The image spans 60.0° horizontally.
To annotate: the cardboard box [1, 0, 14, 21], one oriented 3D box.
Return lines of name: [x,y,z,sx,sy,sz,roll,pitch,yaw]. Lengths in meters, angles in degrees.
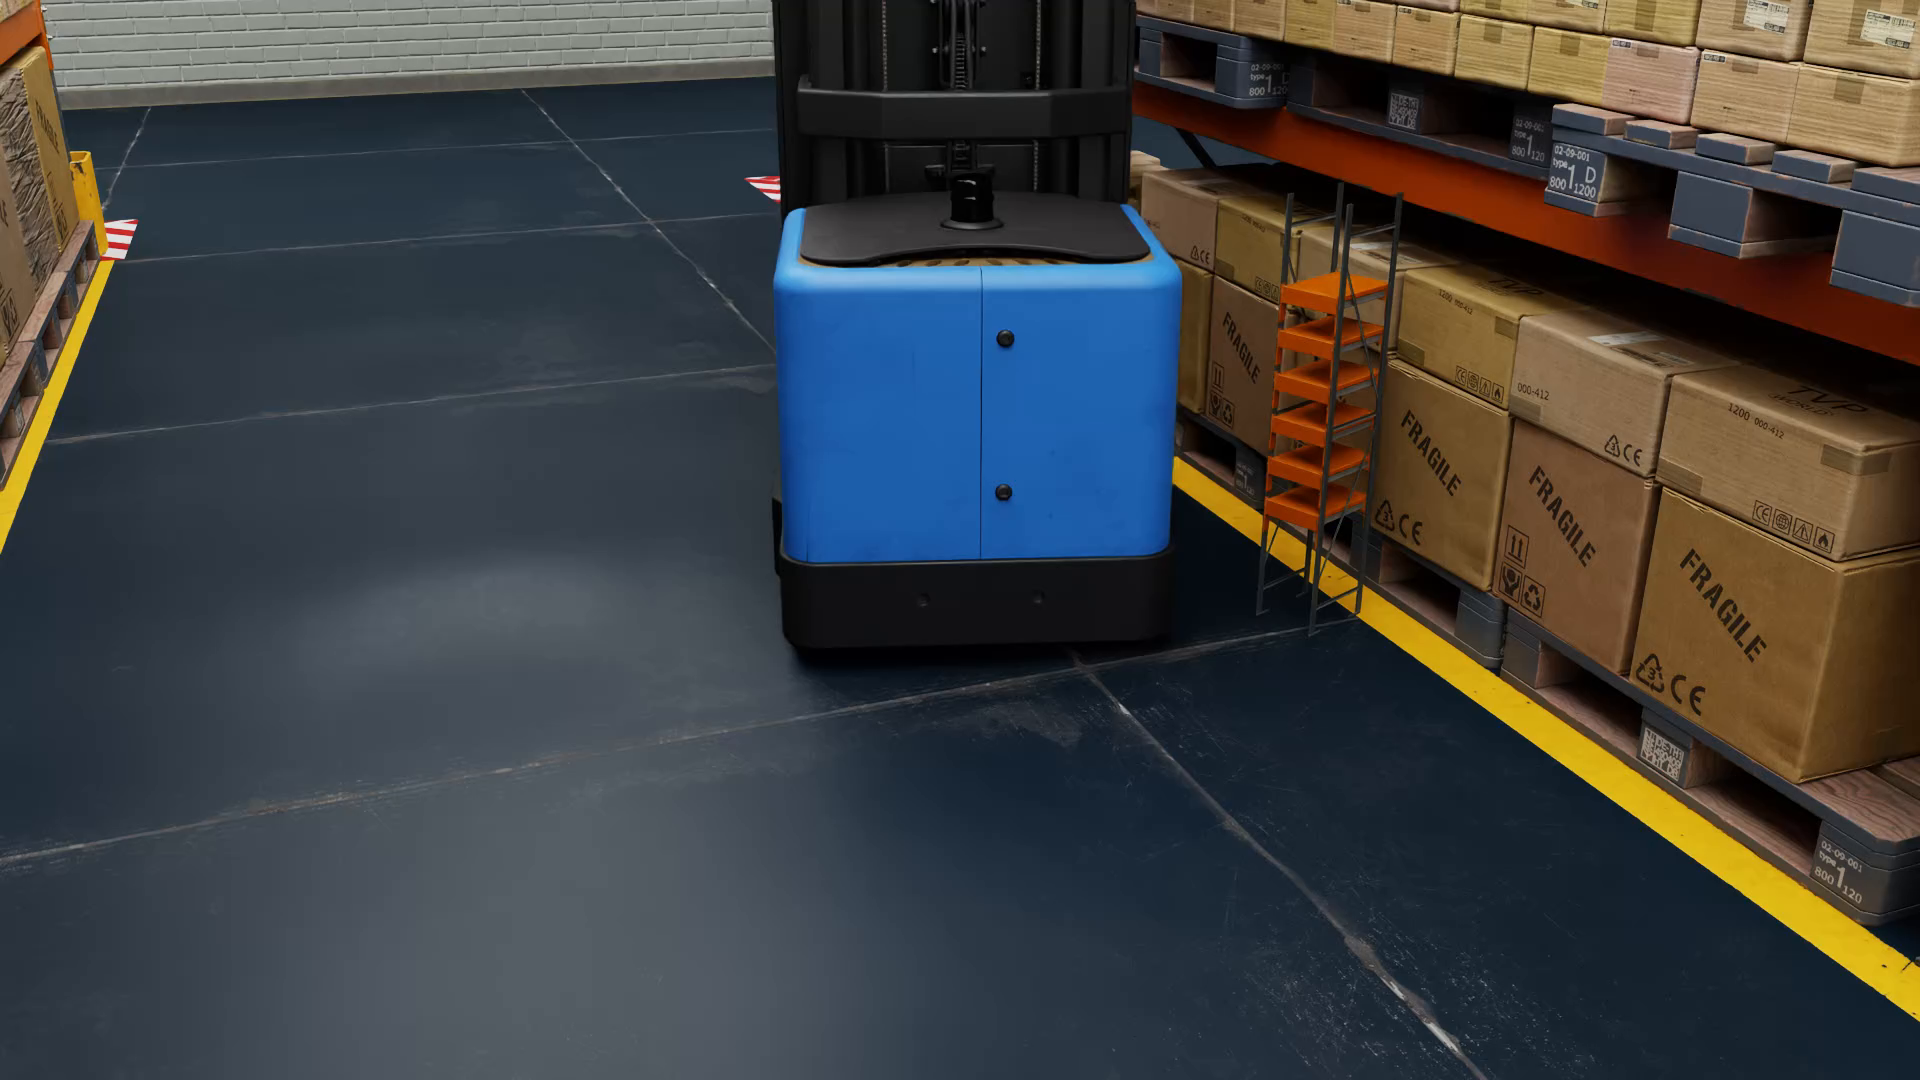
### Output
cardboard box: [-4.432,-2.380,7.357,0.380,0.149,0.250,-8,24,-18]

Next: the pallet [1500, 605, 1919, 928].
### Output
pallet: [2.092,0.407,4.012,1.003,0.211,1.213,-8,24,-19]

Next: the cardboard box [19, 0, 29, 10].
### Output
cardboard box: [-4.608,-2.562,7.791,0.380,0.149,0.250,-8,24,-18]

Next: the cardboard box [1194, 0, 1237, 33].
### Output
cardboard box: [0.939,-1.636,5.052,0.380,0.149,0.250,-8,24,-18]

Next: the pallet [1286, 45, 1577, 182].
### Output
pallet: [1.630,-1.219,4.526,1.003,0.211,1.213,-8,24,-19]

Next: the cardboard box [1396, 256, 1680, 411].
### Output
cardboard box: [1.527,-0.562,4.434,0.500,0.250,0.500,-8,24,-18]

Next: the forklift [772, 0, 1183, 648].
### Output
forklift: [-0.031,-1.594,5.259,1.130,2.935,3.031,-1,23,-3]

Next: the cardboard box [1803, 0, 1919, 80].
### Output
cardboard box: [1.767,-0.925,2.983,0.380,0.149,0.250,-8,24,-18]

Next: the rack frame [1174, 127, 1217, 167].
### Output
rack frame: [0.954,-2.047,6.244,1.000,3.000,0.127,-8,24,-19]

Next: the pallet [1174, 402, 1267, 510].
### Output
pallet: [1.230,-0.479,6.115,1.003,0.211,1.213,-8,24,-19]

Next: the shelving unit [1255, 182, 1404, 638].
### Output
shelving unit: [0.993,-0.340,4.512,0.258,1.200,0.189,-20,30,-39]

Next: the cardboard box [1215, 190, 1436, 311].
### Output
cardboard box: [1.158,-0.936,5.321,0.500,0.250,0.500,-8,24,-18]

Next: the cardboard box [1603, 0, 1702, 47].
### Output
cardboard box: [1.575,-1.117,3.439,0.380,0.149,0.250,-8,24,-18]

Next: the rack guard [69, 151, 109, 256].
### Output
rack guard: [-5.143,-1.713,8.671,1.175,0.500,0.348,-8,24,-19]

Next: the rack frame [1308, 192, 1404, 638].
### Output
rack frame: [1.055,-0.314,4.450,0.240,1.200,0.006,-20,30,-39]

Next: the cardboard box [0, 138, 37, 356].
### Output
cardboard box: [-4.198,-1.195,6.419,0.875,0.875,0.875,-8,24,-19]

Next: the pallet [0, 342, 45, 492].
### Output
pallet: [-3.917,-0.405,5.939,1.003,0.211,1.213,-8,24,-19]

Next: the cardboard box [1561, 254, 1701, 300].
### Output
cardboard box: [2.008,-0.630,4.595,0.500,0.250,0.500,-8,24,-19]

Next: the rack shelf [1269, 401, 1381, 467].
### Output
rack shelf: [0.993,-0.299,4.529,0.258,0.103,0.180,-20,30,-39]

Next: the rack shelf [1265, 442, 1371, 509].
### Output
rack shelf: [0.993,-0.189,4.576,0.258,0.103,0.180,-20,30,-39]

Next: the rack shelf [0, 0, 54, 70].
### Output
rack shelf: [-4.428,-1.798,6.581,1.077,0.370,4.000,-8,24,-19]

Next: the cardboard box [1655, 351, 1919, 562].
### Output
cardboard box: [1.880,-0.193,3.559,0.500,0.250,0.500,-9,24,-20]

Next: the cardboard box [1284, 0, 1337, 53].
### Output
cardboard box: [1.129,-1.445,4.598,0.380,0.149,0.250,-9,24,-20]

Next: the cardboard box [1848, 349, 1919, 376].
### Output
cardboard box: [2.350,-0.264,3.728,0.500,0.250,0.500,-9,25,-21]

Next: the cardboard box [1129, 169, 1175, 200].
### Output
cardboard box: [0.849,-1.548,7.424,0.380,0.149,0.250,-9,24,-20]

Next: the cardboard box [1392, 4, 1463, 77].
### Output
cardboard box: [1.315,-1.254,4.146,0.380,0.149,0.250,-8,24,-17]

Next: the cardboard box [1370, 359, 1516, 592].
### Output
cardboard box: [1.508,-0.217,4.582,0.500,0.500,0.500,-9,25,-21]

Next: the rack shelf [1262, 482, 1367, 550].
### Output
rack shelf: [0.993,-0.078,4.622,0.258,0.103,0.180,-20,30,-39]

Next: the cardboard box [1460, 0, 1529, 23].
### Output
cardboard box: [1.402,-1.299,3.870,0.380,0.149,0.250,-9,24,-19]

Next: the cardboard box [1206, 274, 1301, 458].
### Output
cardboard box: [1.155,-0.592,5.469,0.500,0.500,0.500,-7,24,-17]

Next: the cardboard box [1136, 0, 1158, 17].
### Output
cardboard box: [0.766,-1.818,5.485,0.380,0.149,0.250,-8,24,-18]

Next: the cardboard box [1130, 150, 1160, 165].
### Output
cardboard box: [0.722,-1.743,7.888,0.380,0.149,0.250,-8,24,-18]

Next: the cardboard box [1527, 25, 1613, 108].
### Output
cardboard box: [1.501,-1.062,3.691,0.380,0.149,0.250,-9,24,-20]

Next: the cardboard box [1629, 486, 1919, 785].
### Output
cardboard box: [1.890,0.162,3.682,0.500,0.500,0.500,-8,24,-19]

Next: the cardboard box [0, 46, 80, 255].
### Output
cardboard box: [-4.834,-1.849,7.971,0.875,0.875,0.875,-8,24,-19]

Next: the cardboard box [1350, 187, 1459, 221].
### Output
cardboard box: [1.623,-1.010,5.495,0.500,0.250,0.500,-7,24,-16]

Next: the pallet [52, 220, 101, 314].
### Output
pallet: [-4.779,-1.292,8.043,1.003,0.211,1.213,-8,24,-19]

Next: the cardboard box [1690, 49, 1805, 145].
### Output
cardboard box: [1.677,-0.878,3.254,0.380,0.149,0.250,-8,24,-19]

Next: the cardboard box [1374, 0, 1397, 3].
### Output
cardboard box: [1.217,-1.487,4.317,0.380,0.149,0.250,-9,24,-20]
